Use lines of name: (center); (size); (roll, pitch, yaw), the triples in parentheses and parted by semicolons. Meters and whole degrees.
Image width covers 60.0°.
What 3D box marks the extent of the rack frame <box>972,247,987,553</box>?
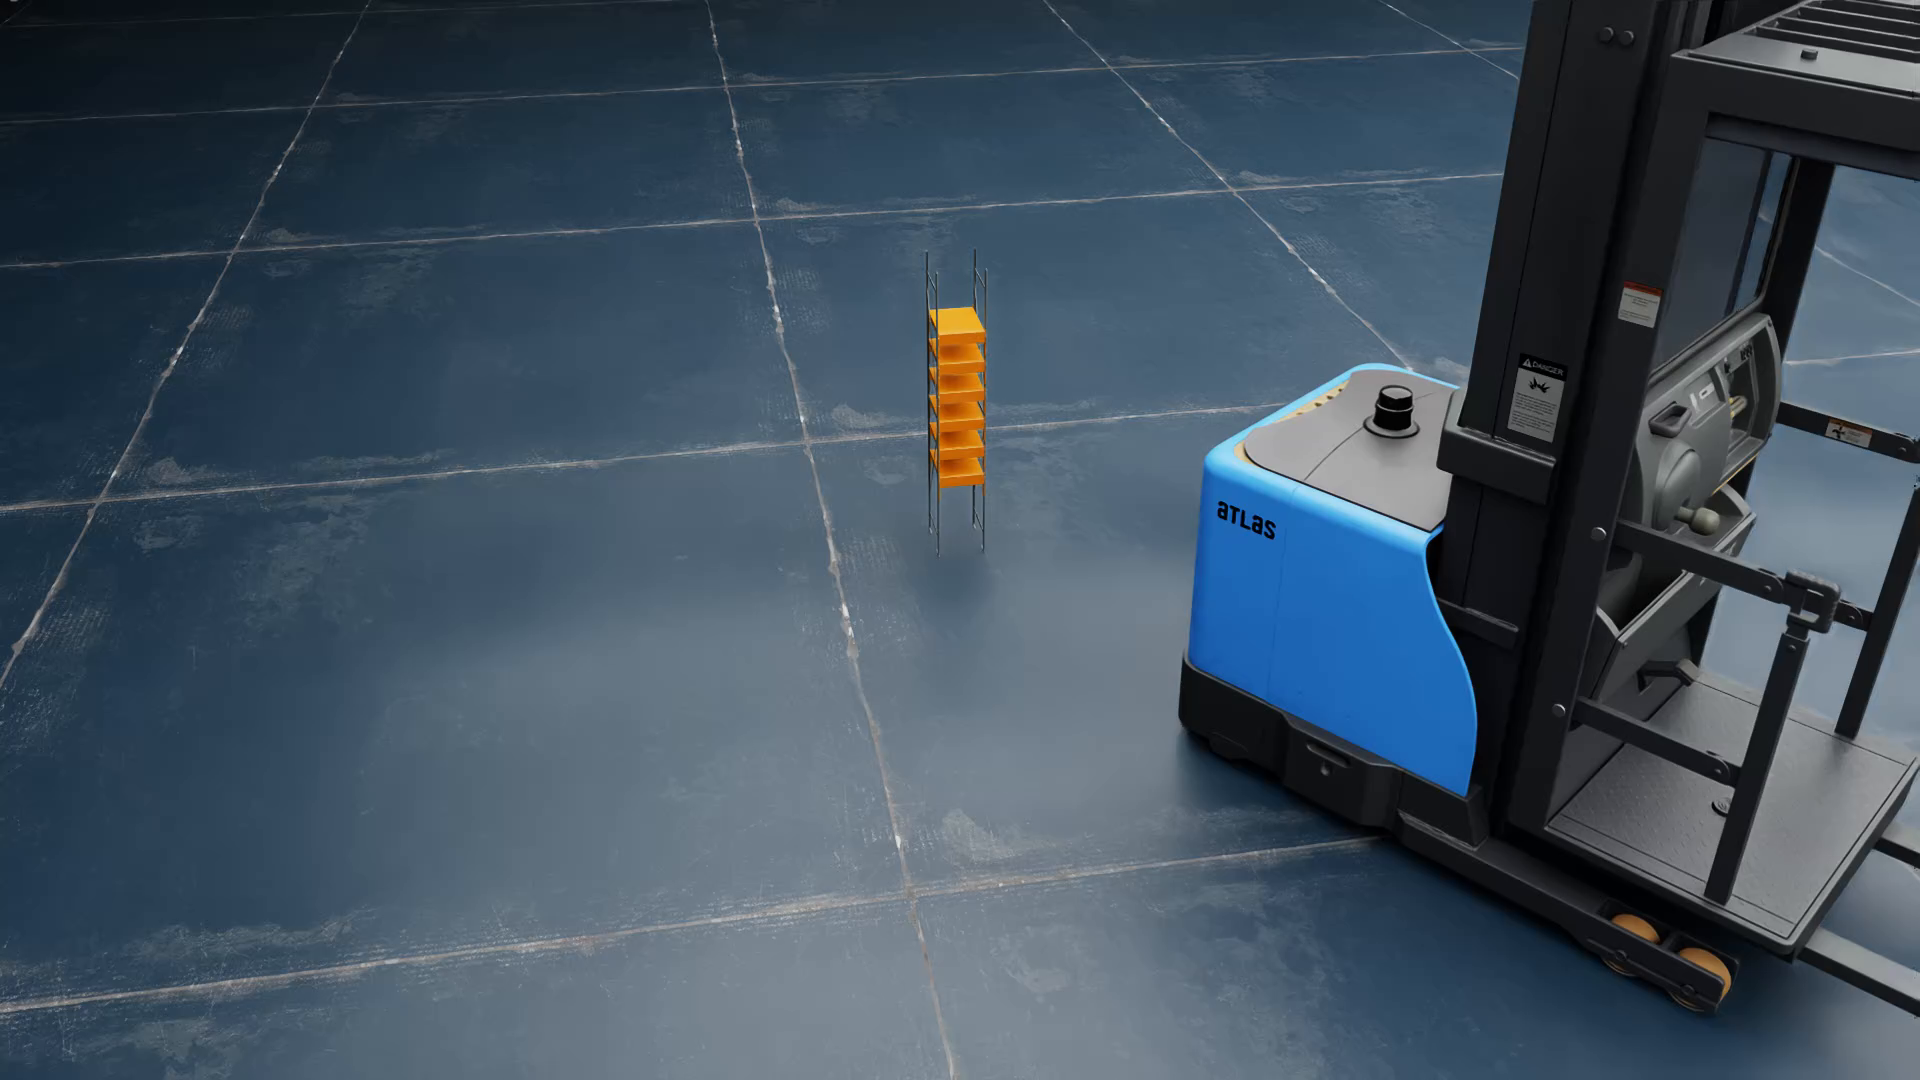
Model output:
rack frame: (0.076, -0.524, 6.458); (0.006, 1.200, 0.240); (-5, 31, -9)

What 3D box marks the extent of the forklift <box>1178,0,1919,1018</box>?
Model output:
forklift: (2.154, -0.275, 4.326); (3.031, 2.935, 1.130); (25, 39, 36)

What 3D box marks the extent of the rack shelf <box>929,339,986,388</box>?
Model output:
rack shelf: (-0.014, -0.684, 6.344); (0.180, 0.103, 0.258); (-5, 31, -9)

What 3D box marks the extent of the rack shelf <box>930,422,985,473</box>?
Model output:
rack shelf: (-0.014, -0.374, 6.527); (0.180, 0.103, 0.258); (-5, 31, -9)

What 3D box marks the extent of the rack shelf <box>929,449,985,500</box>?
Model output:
rack shelf: (-0.014, -0.271, 6.588); (0.180, 0.103, 0.258); (-5, 31, -9)

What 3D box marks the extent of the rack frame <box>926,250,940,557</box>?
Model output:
rack frame: (-0.104, -0.508, 6.429); (0.006, 1.200, 0.240); (-5, 31, -9)

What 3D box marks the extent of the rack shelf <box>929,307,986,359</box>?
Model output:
rack shelf: (-0.014, -0.788, 6.284); (0.180, 0.103, 0.258); (-5, 31, -9)

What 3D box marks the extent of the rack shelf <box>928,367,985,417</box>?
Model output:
rack shelf: (-0.014, -0.581, 6.405); (0.180, 0.103, 0.258); (-5, 31, -9)

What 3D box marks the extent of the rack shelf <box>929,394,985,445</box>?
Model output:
rack shelf: (-0.014, -0.478, 6.466); (0.180, 0.103, 0.258); (-5, 31, -9)

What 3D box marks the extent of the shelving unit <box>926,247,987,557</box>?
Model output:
shelving unit: (-0.014, -0.516, 6.444); (0.189, 1.200, 0.258); (-5, 31, -9)
